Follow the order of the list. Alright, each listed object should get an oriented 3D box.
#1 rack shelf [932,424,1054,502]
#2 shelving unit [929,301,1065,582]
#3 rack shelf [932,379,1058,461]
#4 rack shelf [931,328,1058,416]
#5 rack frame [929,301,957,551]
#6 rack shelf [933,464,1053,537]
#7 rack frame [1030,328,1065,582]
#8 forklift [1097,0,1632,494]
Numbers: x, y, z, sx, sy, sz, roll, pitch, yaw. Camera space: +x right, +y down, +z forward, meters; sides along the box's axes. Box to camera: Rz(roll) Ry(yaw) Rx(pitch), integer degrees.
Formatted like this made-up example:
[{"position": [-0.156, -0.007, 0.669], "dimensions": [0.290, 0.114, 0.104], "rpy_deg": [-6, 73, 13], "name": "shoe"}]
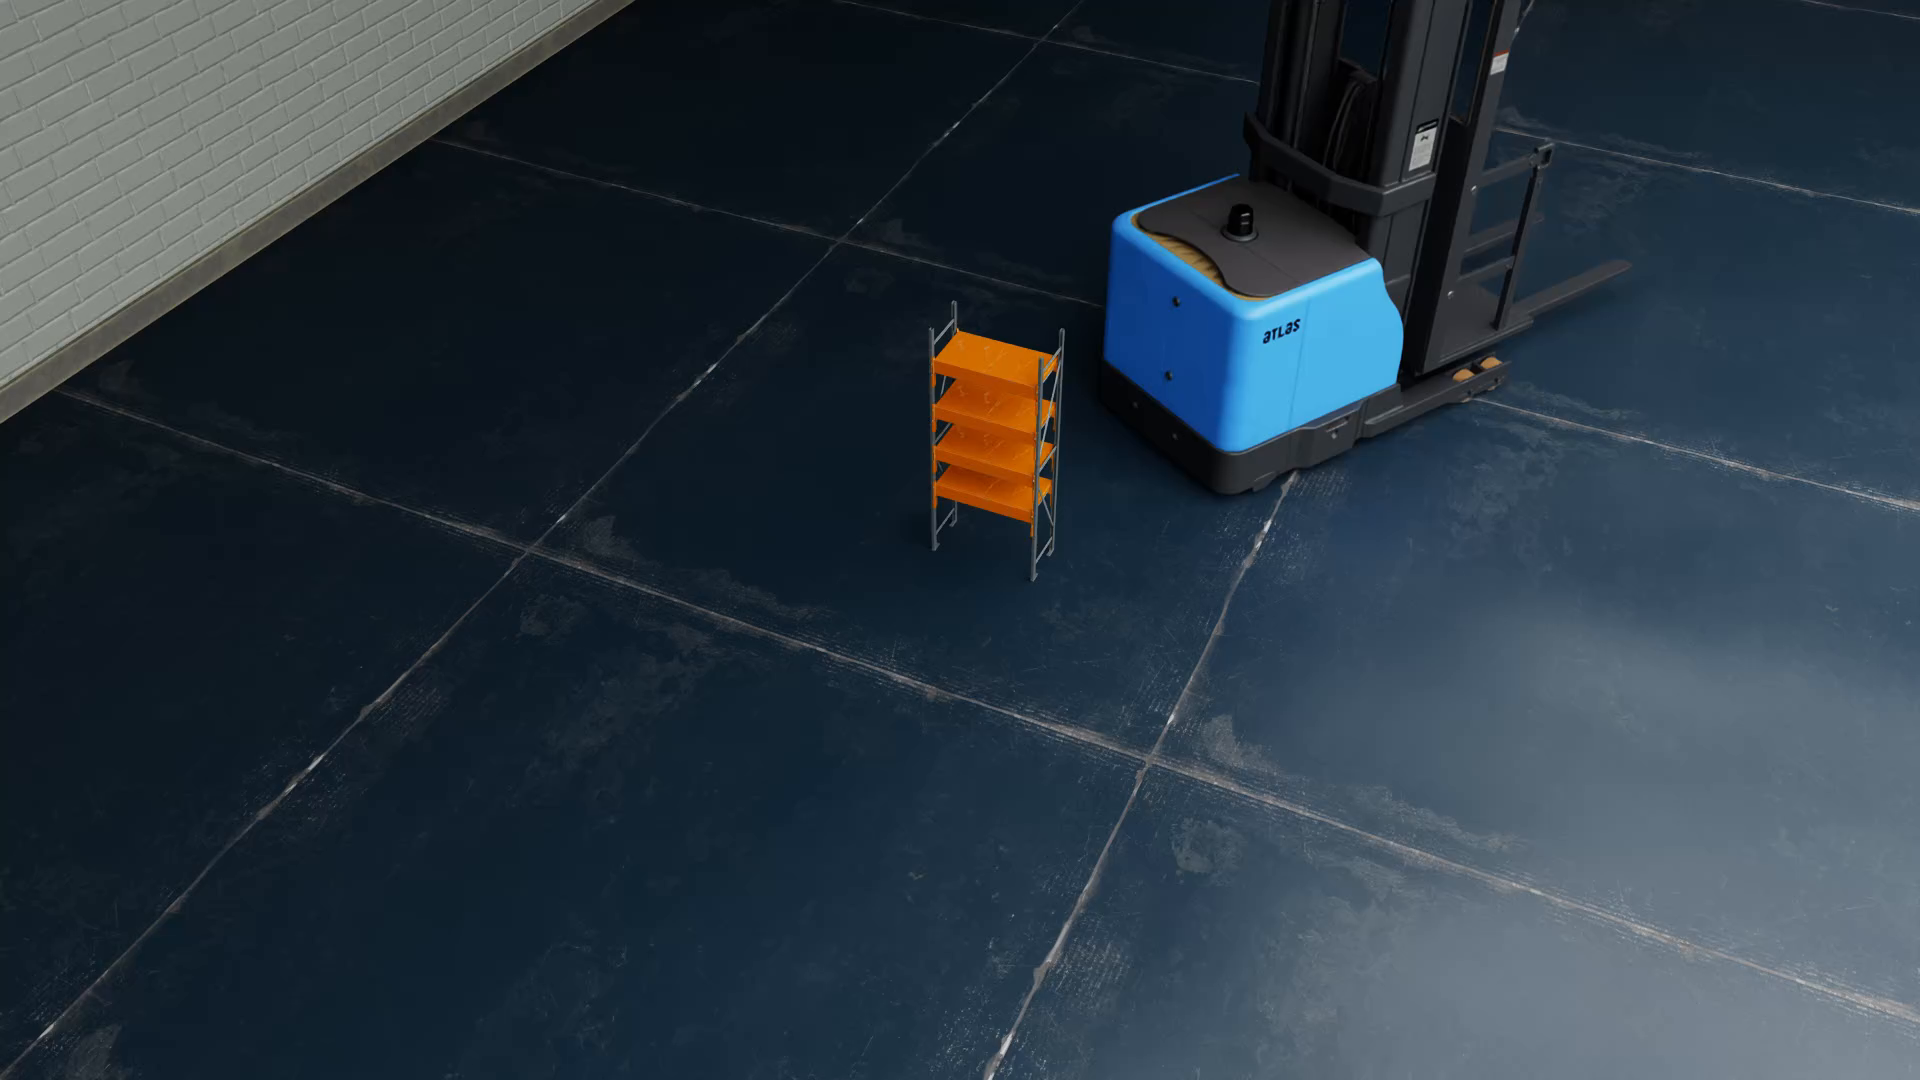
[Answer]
[{"position": [0.150, -0.357, 7.232], "dimensions": [0.480, 0.148, 0.258], "rpy_deg": [17, 44, 19], "name": "rack shelf"}, {"position": [0.150, -0.408, 7.188], "dimensions": [0.503, 1.200, 0.258], "rpy_deg": [17, 44, 19], "name": "shelving unit"}, {"position": [0.150, -0.526, 7.086], "dimensions": [0.480, 0.148, 0.258], "rpy_deg": [17, 44, 19], "name": "rack shelf"}, {"position": [0.150, -0.705, 6.931], "dimensions": [0.480, 0.148, 0.258], "rpy_deg": [17, 44, 19], "name": "rack shelf"}, {"position": [-0.071, -0.475, 7.266], "dimensions": [0.015, 1.200, 0.240], "rpy_deg": [17, 44, 19], "name": "rack frame"}, {"position": [0.150, -0.207, 7.362], "dimensions": [0.480, 0.148, 0.258], "rpy_deg": [17, 44, 19], "name": "rack shelf"}, {"position": [0.371, -0.340, 7.110], "dimensions": [0.015, 1.200, 0.240], "rpy_deg": [17, 44, 19], "name": "rack frame"}, {"position": [2.201, -2.071, 7.785], "dimensions": [3.031, 2.935, 1.130], "rpy_deg": [-23, 46, -25], "name": "forklift"}]
